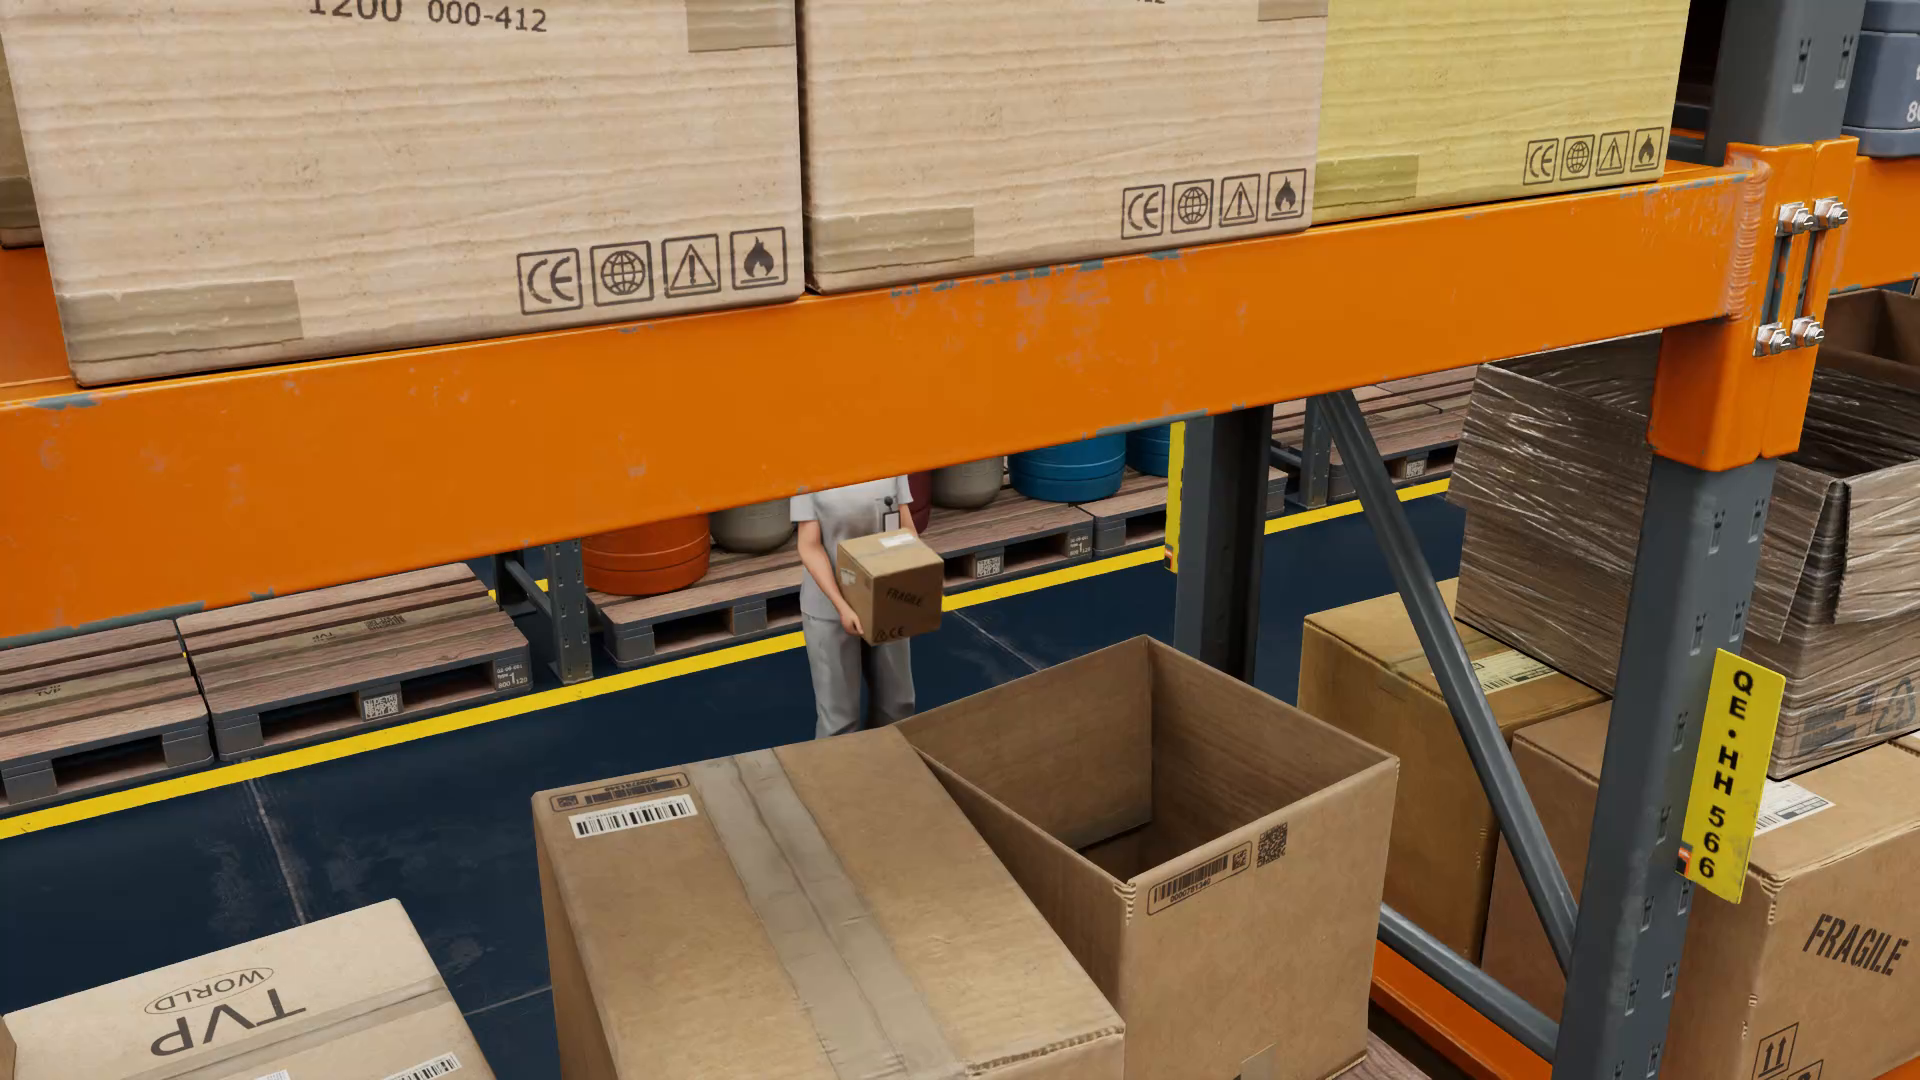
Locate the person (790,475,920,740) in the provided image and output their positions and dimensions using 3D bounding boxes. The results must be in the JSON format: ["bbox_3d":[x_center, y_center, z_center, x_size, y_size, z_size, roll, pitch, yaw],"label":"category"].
[{"bbox_3d":[-0.319,0.252,5.477,0.437,1.662,0.554,-12,25,-28],"label":"person"}]
